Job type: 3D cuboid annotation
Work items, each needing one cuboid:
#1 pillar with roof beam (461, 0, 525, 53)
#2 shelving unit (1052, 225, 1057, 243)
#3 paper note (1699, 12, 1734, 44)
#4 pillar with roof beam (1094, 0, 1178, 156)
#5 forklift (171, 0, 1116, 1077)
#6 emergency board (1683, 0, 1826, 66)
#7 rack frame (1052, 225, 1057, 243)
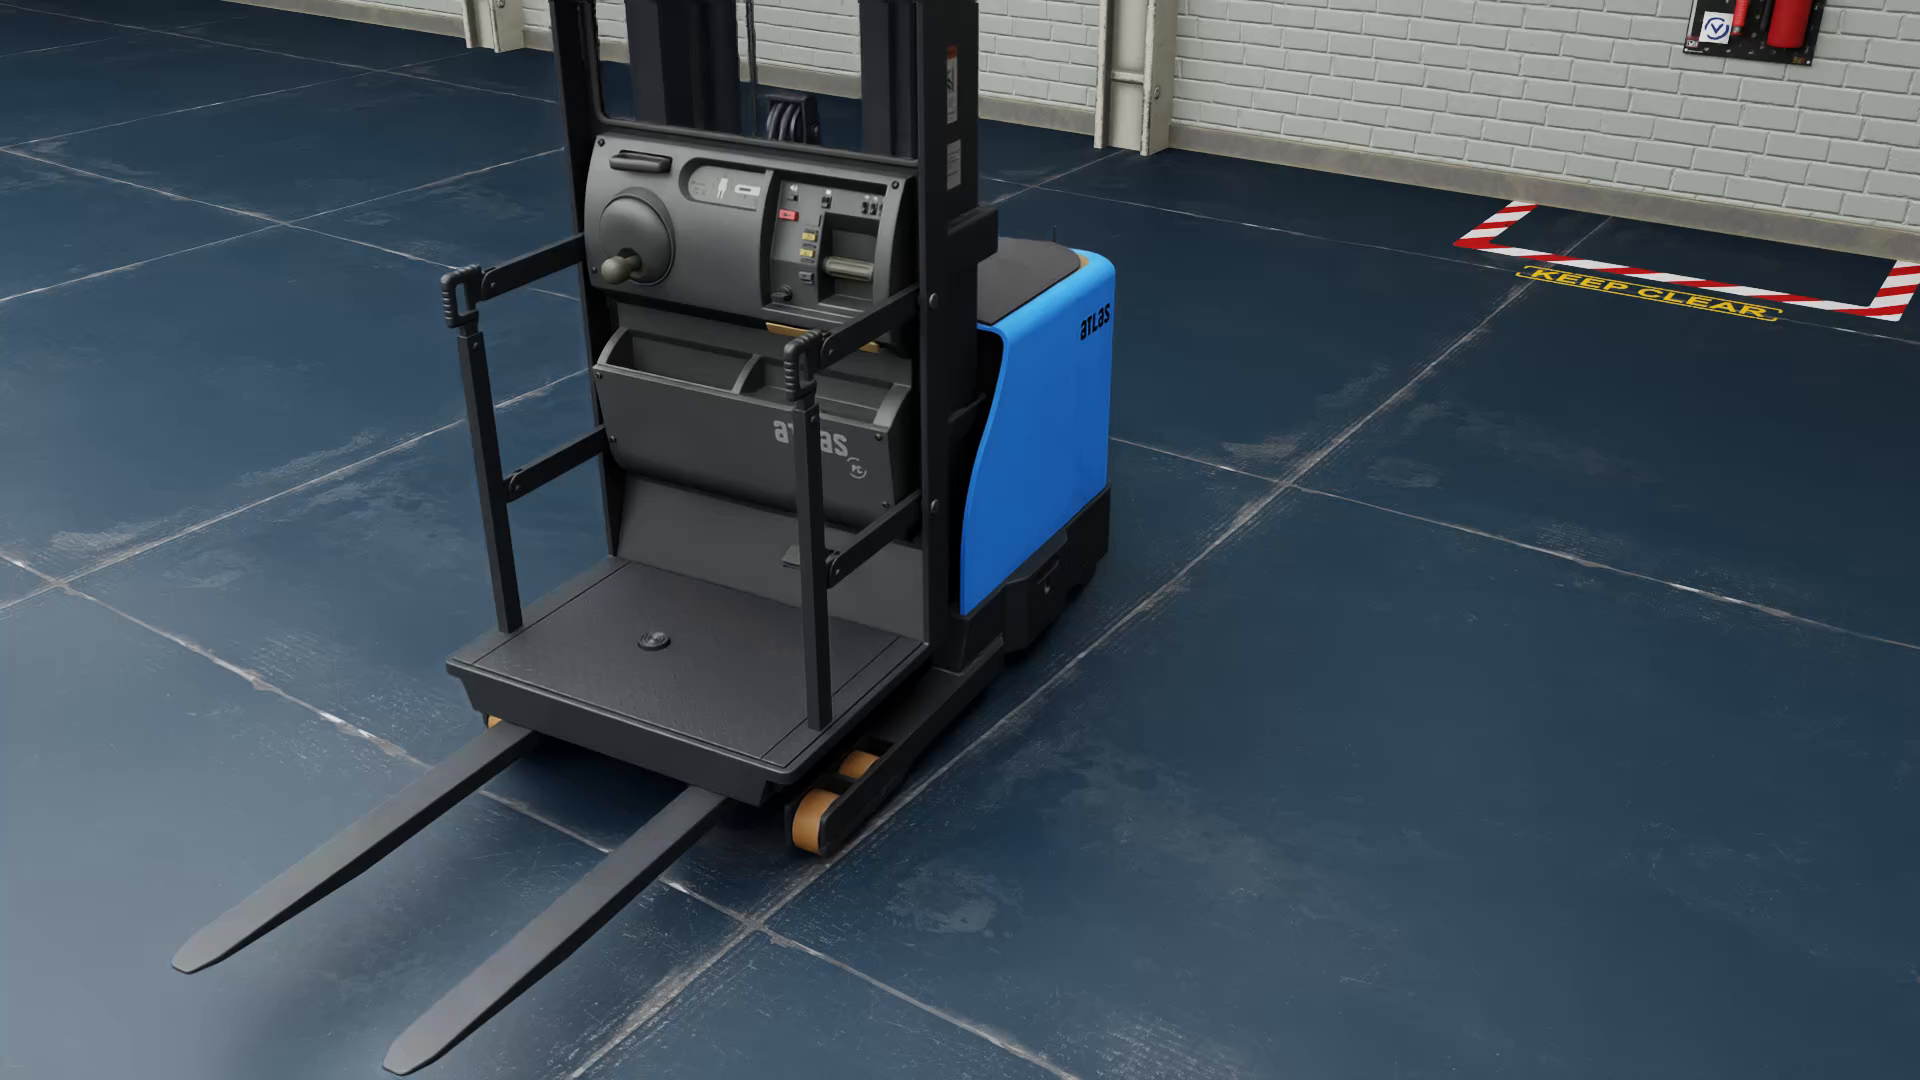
[{"bbox_3d":[-6.272,-6.483,8.567,0.400,9.000,9.100,17,32,30],"label":"pillar with roof beam"},{"bbox_3d":[0.161,-0.553,5.679,0.252,1.050,0.215,14,30,25],"label":"shelving unit"},{"bbox_3d":[3.934,-2.665,8.650,0.142,0.148,0.016,17,32,30],"label":"paper note"},{"bbox_3d":[-1.326,-4.942,5.540,0.400,9.000,9.100,17,32,30],"label":"pillar with roof beam"},{"bbox_3d":[-0.651,-0.746,3.984,1.130,2.935,3.031,14,30,25],"label":"forklift"},{"bbox_3d":[4.041,-2.986,8.310,0.643,1.169,0.194,17,32,30],"label":"emergency board"},{"bbox_3d":[0.268,-0.527,5.627,0.008,1.050,0.200,14,30,25],"label":"rack frame"}]
